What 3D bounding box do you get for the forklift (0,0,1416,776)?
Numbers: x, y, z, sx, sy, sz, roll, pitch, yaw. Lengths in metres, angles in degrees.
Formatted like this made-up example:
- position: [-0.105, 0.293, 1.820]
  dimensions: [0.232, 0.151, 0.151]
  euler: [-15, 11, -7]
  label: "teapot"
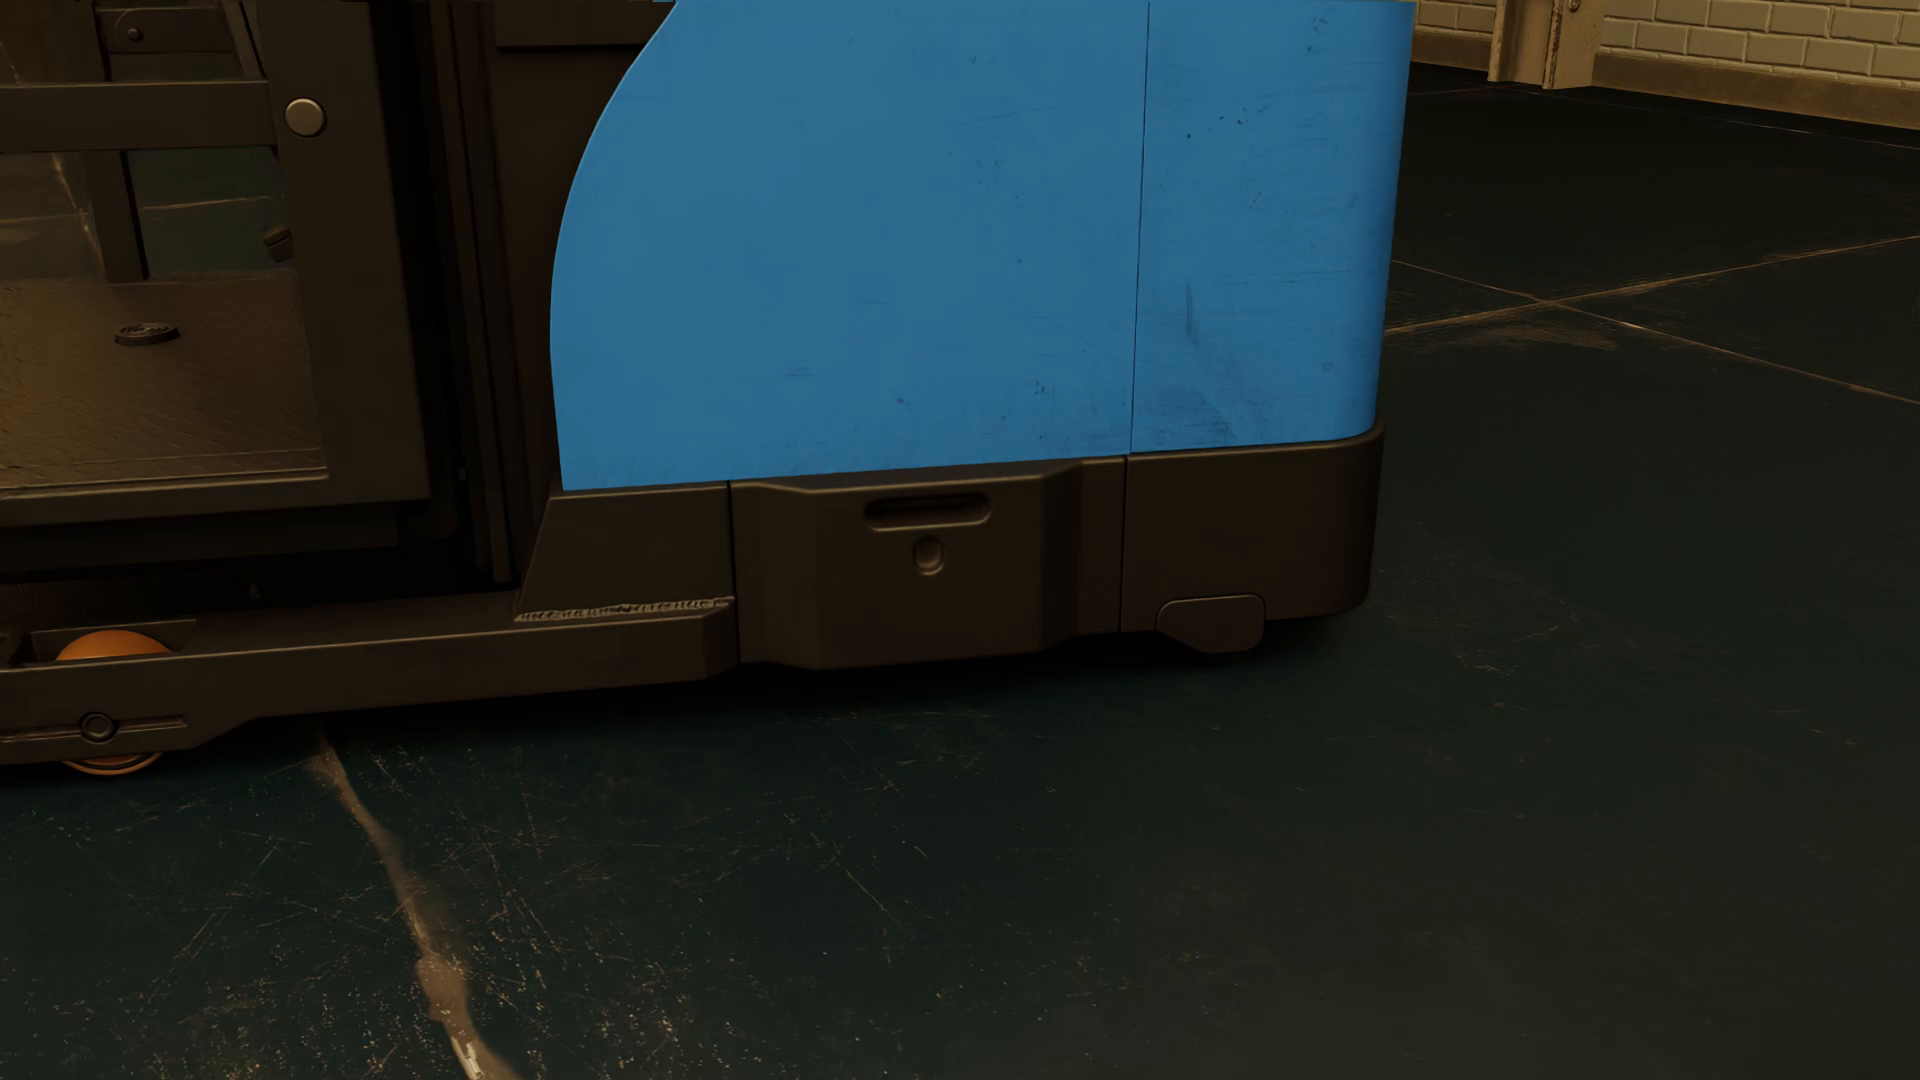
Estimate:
- position: [-1.008, -1.283, 1.900]
  dimensions: [3.031, 2.935, 1.130]
  euler: [-4, 23, -10]
  label: "forklift"
